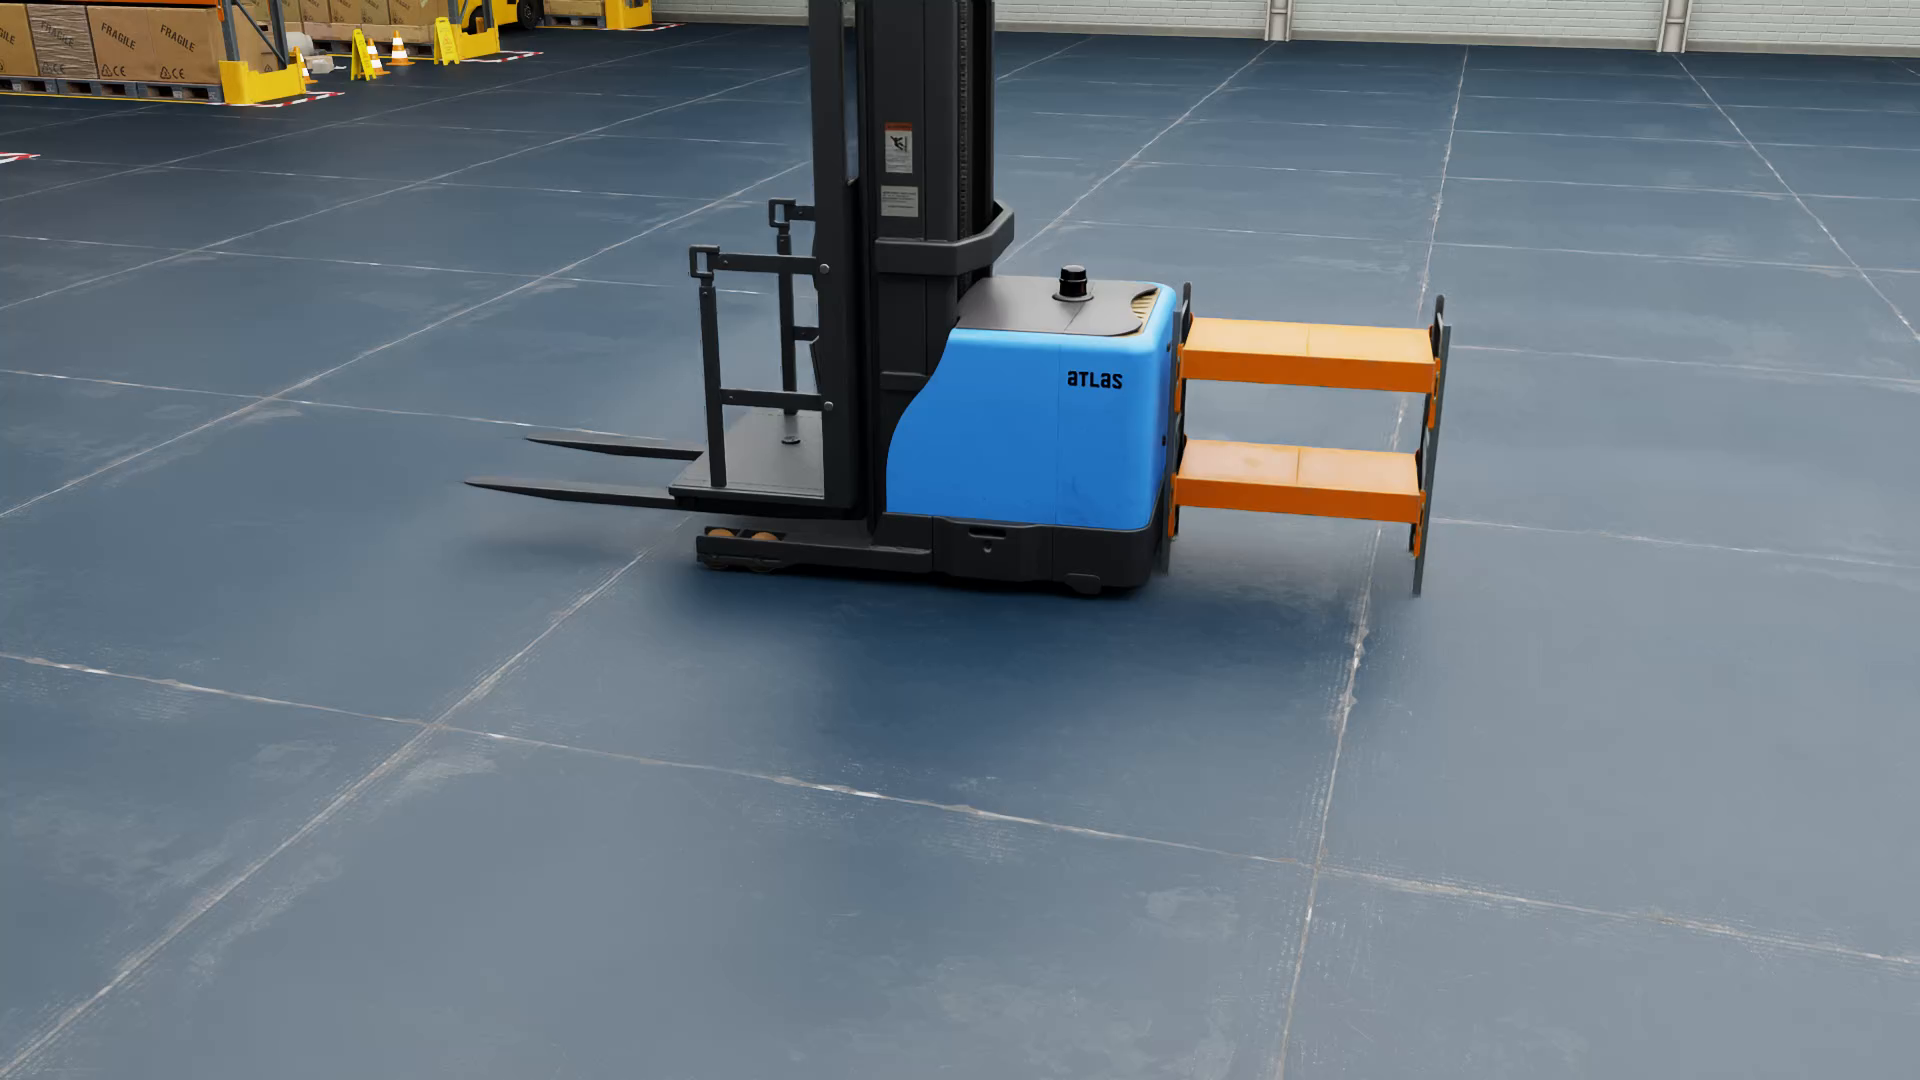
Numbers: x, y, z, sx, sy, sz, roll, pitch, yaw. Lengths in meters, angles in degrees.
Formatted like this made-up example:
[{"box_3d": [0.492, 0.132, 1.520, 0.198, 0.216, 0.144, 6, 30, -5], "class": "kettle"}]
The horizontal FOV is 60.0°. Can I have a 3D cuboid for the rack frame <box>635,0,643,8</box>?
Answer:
[{"box_3d": [-5.875, -10.497, 28.907, 0.127, 3.000, 1.000, 7, 23, 16], "class": "rack frame"}]

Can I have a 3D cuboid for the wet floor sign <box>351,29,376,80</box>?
[{"box_3d": [-8.038, -6.510, 22.290, 0.232, 0.644, 0.267, 3, 22, 6], "class": "wet floor sign"}]

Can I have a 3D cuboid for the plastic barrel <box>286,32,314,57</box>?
[{"box_3d": [-9.720, -7.177, 24.209, 0.512, 0.421, 0.421, -14, 26, -30], "class": "plastic barrel"}]

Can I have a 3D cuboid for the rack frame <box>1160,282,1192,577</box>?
[{"box_3d": [0.899, -0.463, 6.915, 0.032, 1.125, 0.500, 5, 23, 11], "class": "rack frame"}]

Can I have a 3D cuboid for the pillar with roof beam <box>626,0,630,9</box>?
[{"box_3d": [-7.524, -12.112, 24.939, 0.400, 9.000, 9.100, 7, 23, 16], "class": "pillar with roof beam"}]

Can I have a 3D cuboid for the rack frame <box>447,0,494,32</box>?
[{"box_3d": [-7.305, -8.693, 24.509, 0.127, 3.000, 1.000, 7, 23, 16], "class": "rack frame"}]

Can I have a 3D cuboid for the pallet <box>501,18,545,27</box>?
[{"box_3d": [-7.783, -9.410, 29.931, 1.213, 0.211, 1.003, 7, 23, 15], "class": "pallet"}]

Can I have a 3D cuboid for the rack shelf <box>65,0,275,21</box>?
[{"box_3d": [-10.553, -6.770, 20.769, 4.000, 0.370, 1.077, 7, 23, 16], "class": "rack shelf"}]

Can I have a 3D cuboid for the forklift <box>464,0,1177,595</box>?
[{"box_3d": [-0.633, -1.407, 6.839, 3.031, 2.935, 1.130, 5, 23, 11], "class": "forklift"}]

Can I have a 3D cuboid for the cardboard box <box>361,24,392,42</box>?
[{"box_3d": [-8.650, -7.665, 25.074, 0.500, 0.250, 0.500, 7, 23, 16], "class": "cardboard box"}]

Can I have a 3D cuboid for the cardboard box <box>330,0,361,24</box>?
[{"box_3d": [-9.129, -8.069, 25.070, 0.500, 0.500, 0.500, 6, 23, 14], "class": "cardboard box"}]

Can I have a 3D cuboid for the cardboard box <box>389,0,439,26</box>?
[{"box_3d": [-8.147, -7.955, 24.792, 0.500, 0.500, 0.500, 7, 23, 16], "class": "cardboard box"}]

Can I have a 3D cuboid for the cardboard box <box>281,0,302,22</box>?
[{"box_3d": [-10.132, -8.183, 25.348, 0.500, 0.500, 0.500, 8, 23, 18], "class": "cardboard box"}]

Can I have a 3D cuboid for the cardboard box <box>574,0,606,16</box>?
[{"box_3d": [-6.416, -9.355, 29.195, 0.500, 0.250, 0.500, 7, 23, 16], "class": "cardboard box"}]

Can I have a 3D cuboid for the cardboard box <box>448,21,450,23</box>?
[{"box_3d": [-7.997, -7.804, 25.412, 0.500, 0.250, 0.500, 6, 23, 15], "class": "cardboard box"}]

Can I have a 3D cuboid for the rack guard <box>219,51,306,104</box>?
[{"box_3d": [-8.615, -5.724, 20.566, 0.348, 0.500, 1.175, 7, 23, 16], "class": "rack guard"}]

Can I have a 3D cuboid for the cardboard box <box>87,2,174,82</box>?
[{"box_3d": [-10.149, -6.240, 20.777, 0.875, 0.875, 0.875, 6, 23, 15], "class": "cardboard box"}]

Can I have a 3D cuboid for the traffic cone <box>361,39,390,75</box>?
[{"box_3d": [-8.084, -6.657, 22.889, 0.334, 0.463, 0.336, 7, 23, 16], "class": "traffic cone"}]

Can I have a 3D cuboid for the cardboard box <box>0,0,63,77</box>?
[{"box_3d": [-11.886, -6.438, 21.260, 0.875, 0.875, 0.875, 7, 23, 16], "class": "cardboard box"}]

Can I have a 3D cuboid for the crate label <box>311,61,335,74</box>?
[{"box_3d": [-8.855, -6.570, 23.106, 0.298, 0.136, 0.250, -5, 23, -12], "class": "crate label"}]

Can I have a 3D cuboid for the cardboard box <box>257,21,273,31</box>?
[{"box_3d": [-10.648, -7.891, 25.623, 0.500, 0.250, 0.500, 5, 23, 13], "class": "cardboard box"}]

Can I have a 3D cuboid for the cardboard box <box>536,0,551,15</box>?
[{"box_3d": [-7.366, -9.471, 29.478, 0.500, 0.250, 0.500, 7, 23, 16], "class": "cardboard box"}]

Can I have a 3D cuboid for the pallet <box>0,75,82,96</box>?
[{"box_3d": [-11.762, -5.920, 21.423, 1.213, 0.211, 1.003, 7, 23, 15], "class": "pallet"}]

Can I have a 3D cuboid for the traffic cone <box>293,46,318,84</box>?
[{"box_3d": [-8.736, -6.284, 21.979, 0.334, 0.463, 0.336, 7, 23, 16], "class": "traffic cone"}]

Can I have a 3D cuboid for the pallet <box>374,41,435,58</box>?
[{"box_3d": [-8.145, -7.513, 25.307, 1.213, 0.211, 1.003, 7, 23, 16], "class": "pallet"}]

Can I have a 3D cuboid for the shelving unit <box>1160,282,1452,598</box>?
[{"box_3d": [1.396, -0.422, 6.817, 1.048, 1.125, 0.538, 5, 23, 11], "class": "shelving unit"}]

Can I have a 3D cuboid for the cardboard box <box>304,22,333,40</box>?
[{"box_3d": [-9.625, -7.779, 25.351, 0.500, 0.250, 0.500, 6, 23, 15], "class": "cardboard box"}]

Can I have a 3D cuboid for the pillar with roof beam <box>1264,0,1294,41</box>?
[{"box_3d": [3.964, -10.796, 21.732, 0.400, 9.000, 9.100, 7, 23, 16], "class": "pillar with roof beam"}]

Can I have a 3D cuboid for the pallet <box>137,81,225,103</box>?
[{"box_3d": [-9.426, -5.652, 20.771, 1.213, 0.211, 1.003, 7, 23, 15], "class": "pallet"}]

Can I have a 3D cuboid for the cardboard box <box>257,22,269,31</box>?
[{"box_3d": [-10.502, -7.364, 24.560, 0.500, 0.500, 0.500, -14, 26, -30], "class": "cardboard box"}]

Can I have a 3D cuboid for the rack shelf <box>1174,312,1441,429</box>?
[{"box_3d": [1.396, -0.693, 6.706, 1.000, 0.278, 0.538, 5, 23, 11], "class": "rack shelf"}]
